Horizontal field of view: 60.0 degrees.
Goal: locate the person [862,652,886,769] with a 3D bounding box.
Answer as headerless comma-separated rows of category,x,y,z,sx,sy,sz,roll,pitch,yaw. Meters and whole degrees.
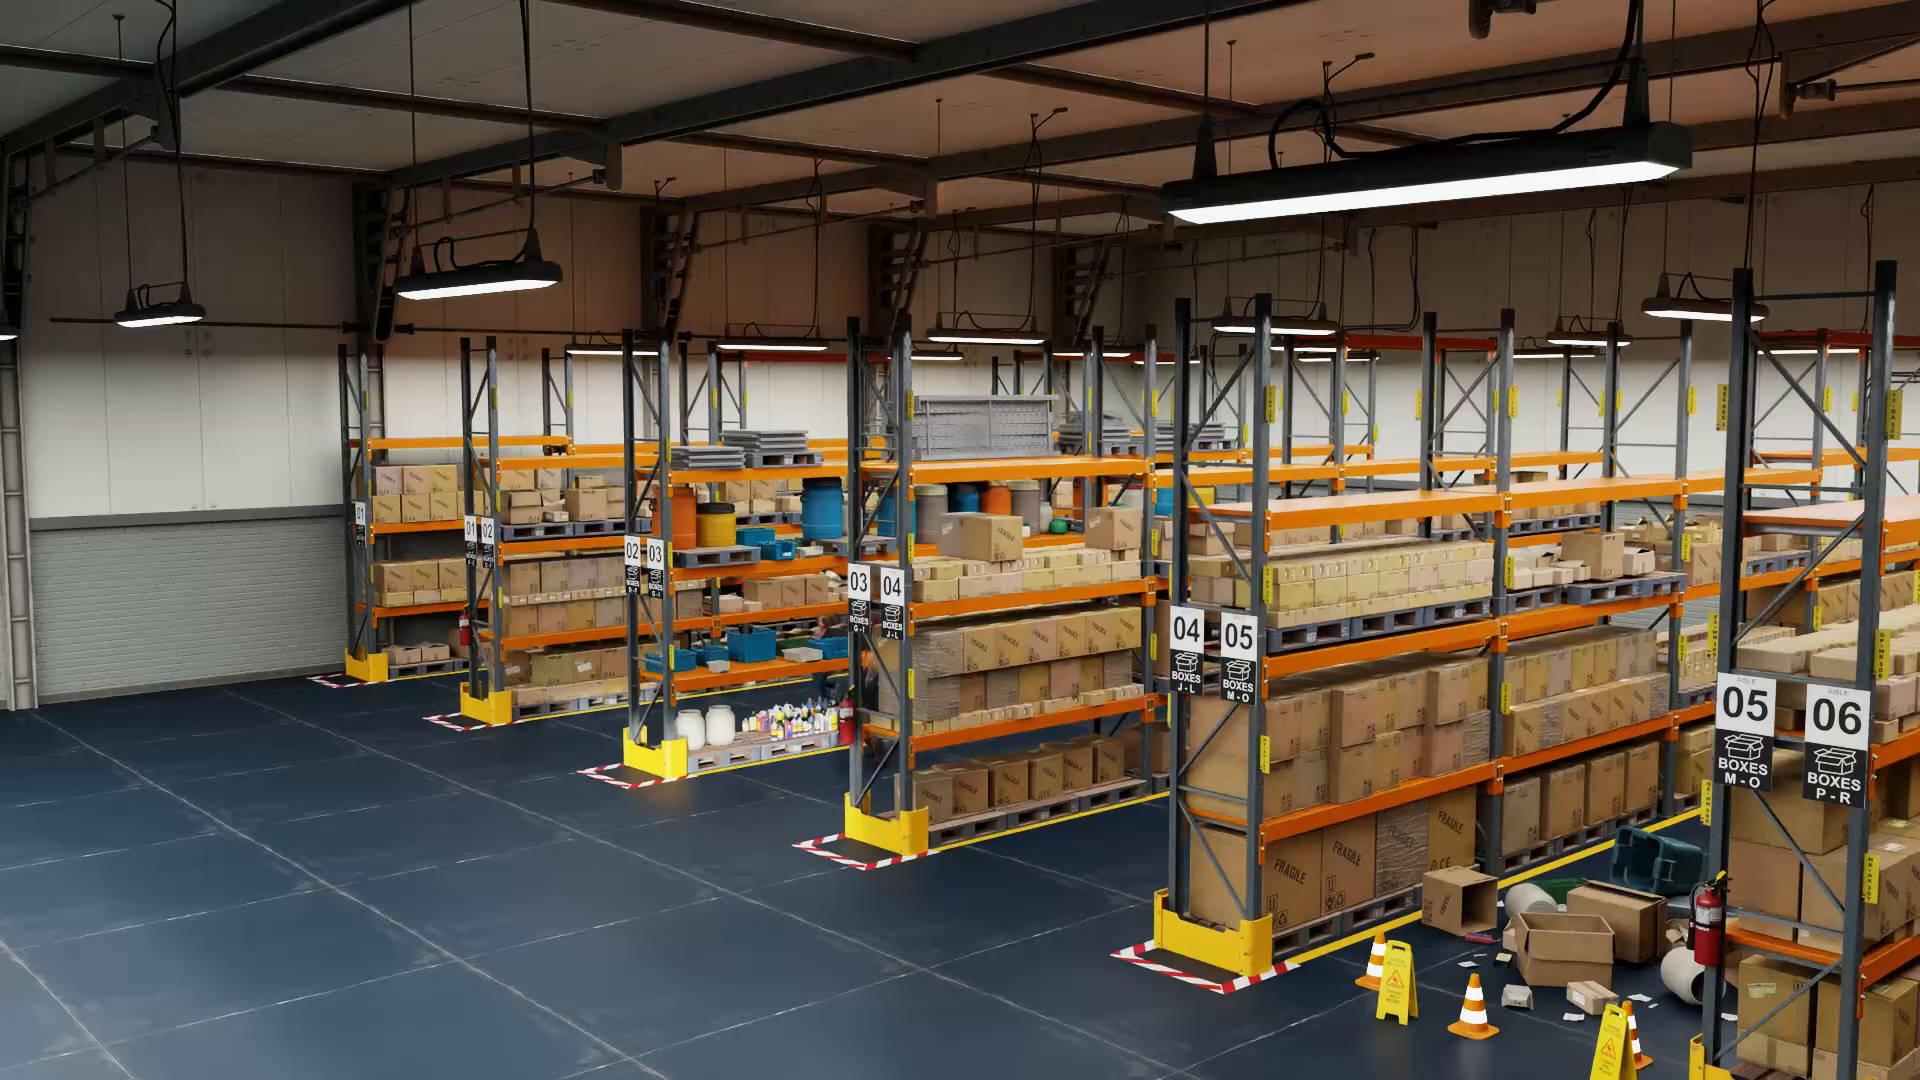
person,-1.118,2.308,22.655,0.609,1.642,0.768,-5,7,-45

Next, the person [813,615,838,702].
person,-2.171,1.984,27.003,0.551,1.546,0.574,4,7,40

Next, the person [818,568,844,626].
person,-2.746,1.251,34.313,0.525,1.749,0.848,4,7,41
